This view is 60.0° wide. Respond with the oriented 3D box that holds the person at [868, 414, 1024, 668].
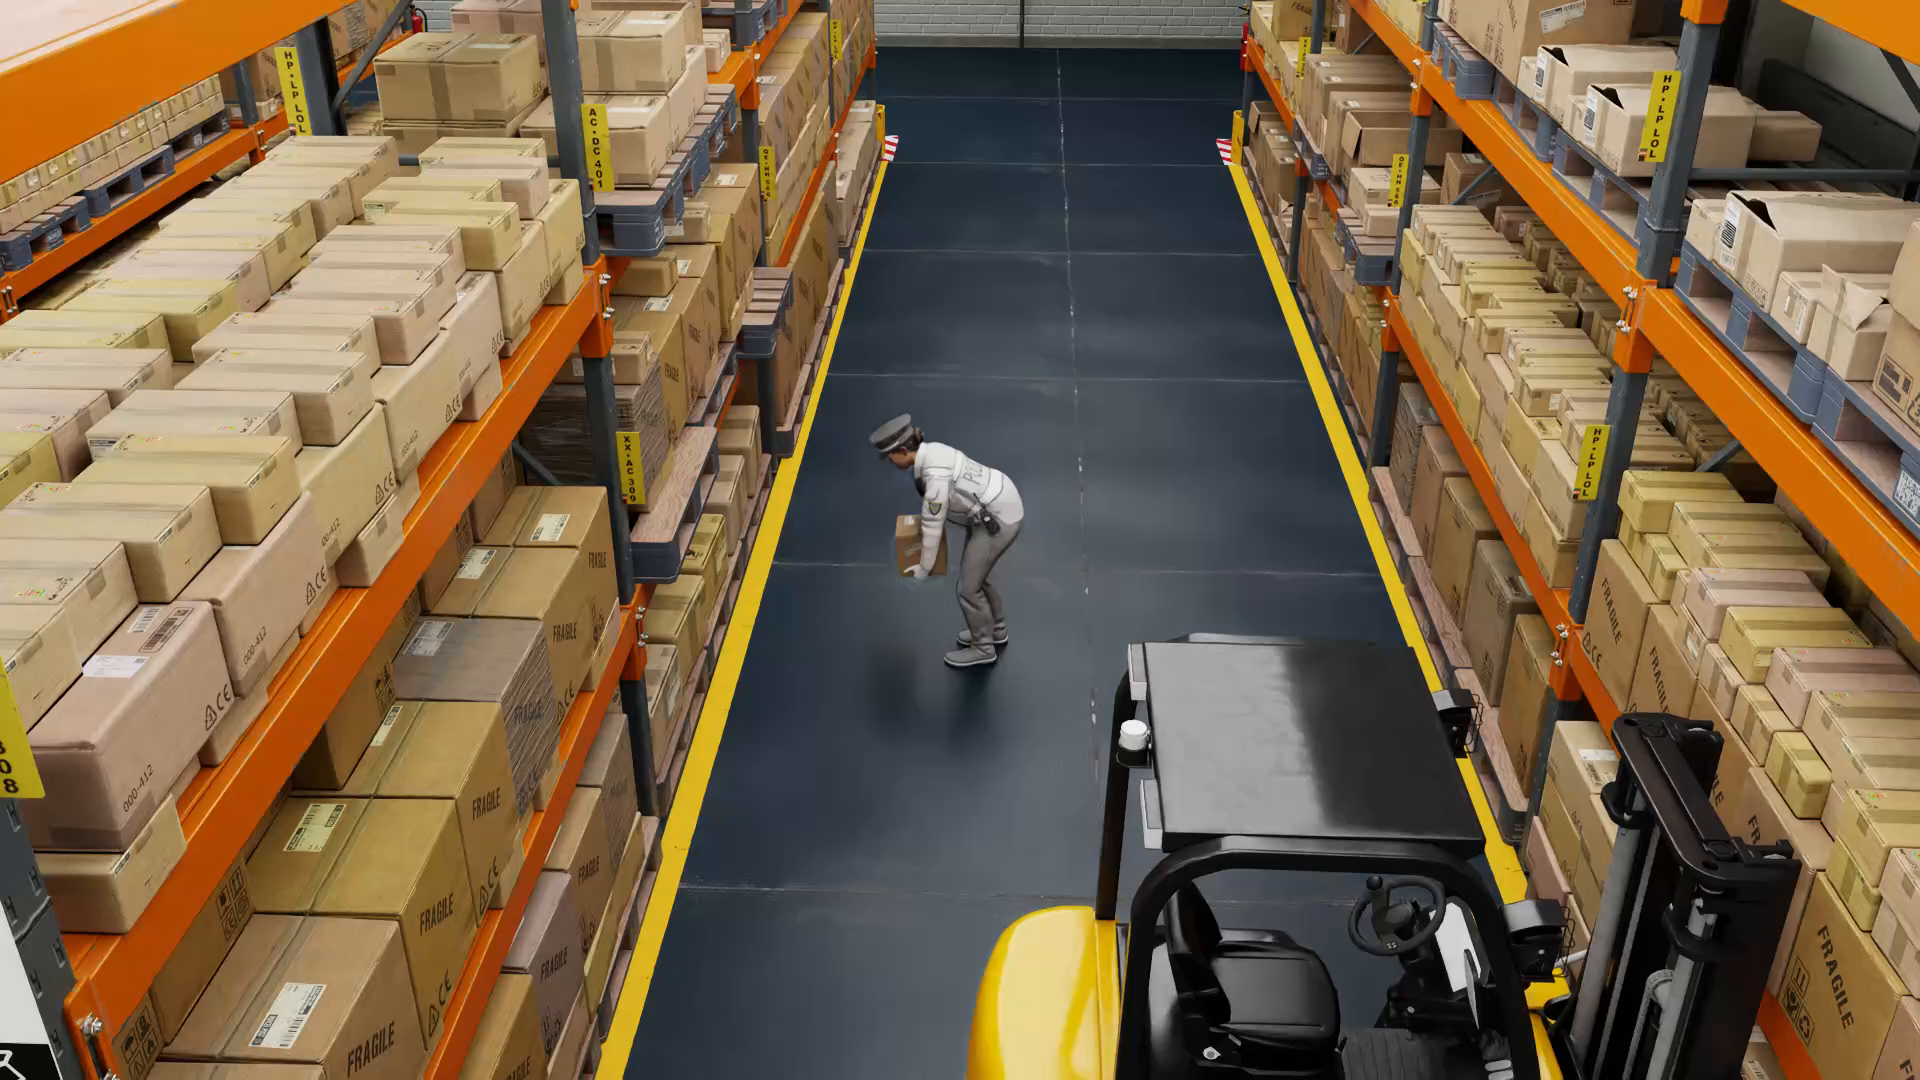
[{"bbox_3d":[-0.070,0.001,8.880,0.814,1.427,0.407,0,28,1],"label":"person"}]
